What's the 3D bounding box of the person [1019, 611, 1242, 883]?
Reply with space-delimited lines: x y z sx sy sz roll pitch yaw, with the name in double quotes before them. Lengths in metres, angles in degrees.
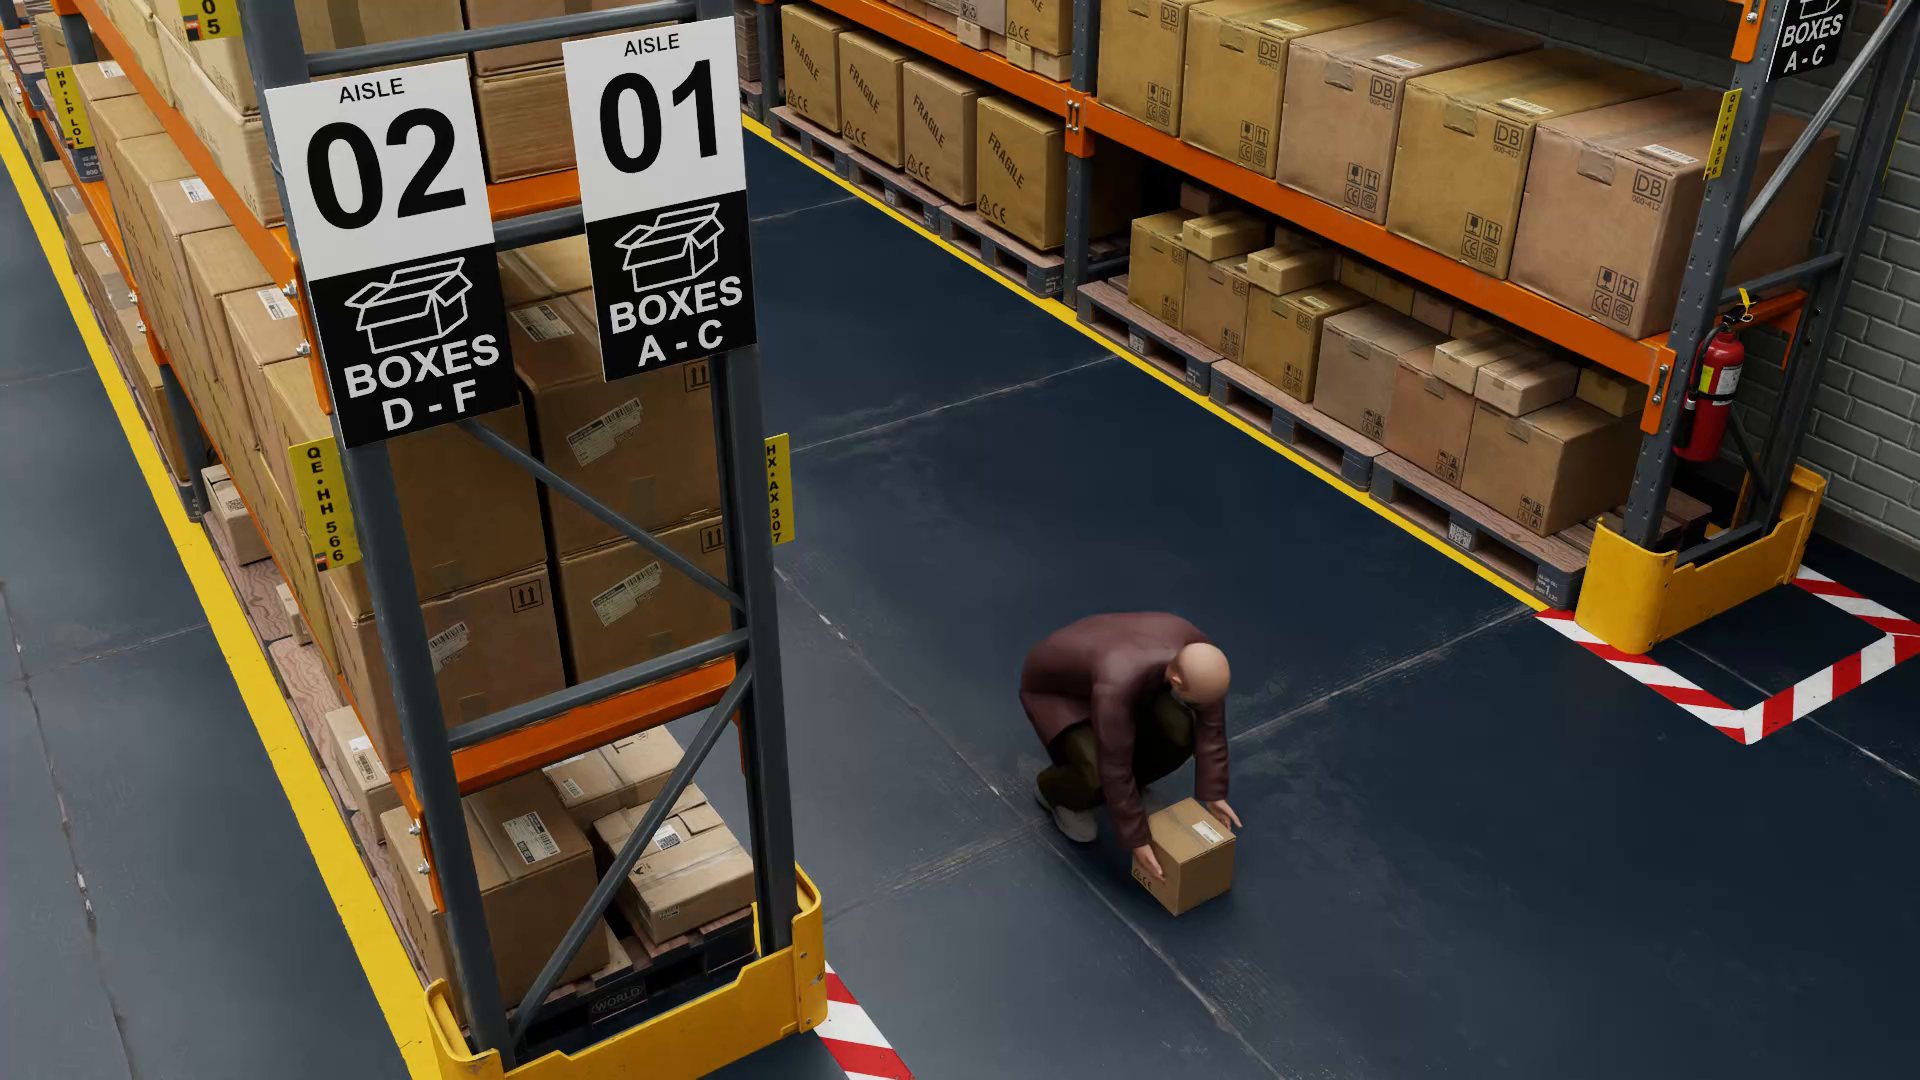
"person" 0.593 0.668 5.925 0.609 0.890 0.900 -19 37 -27
